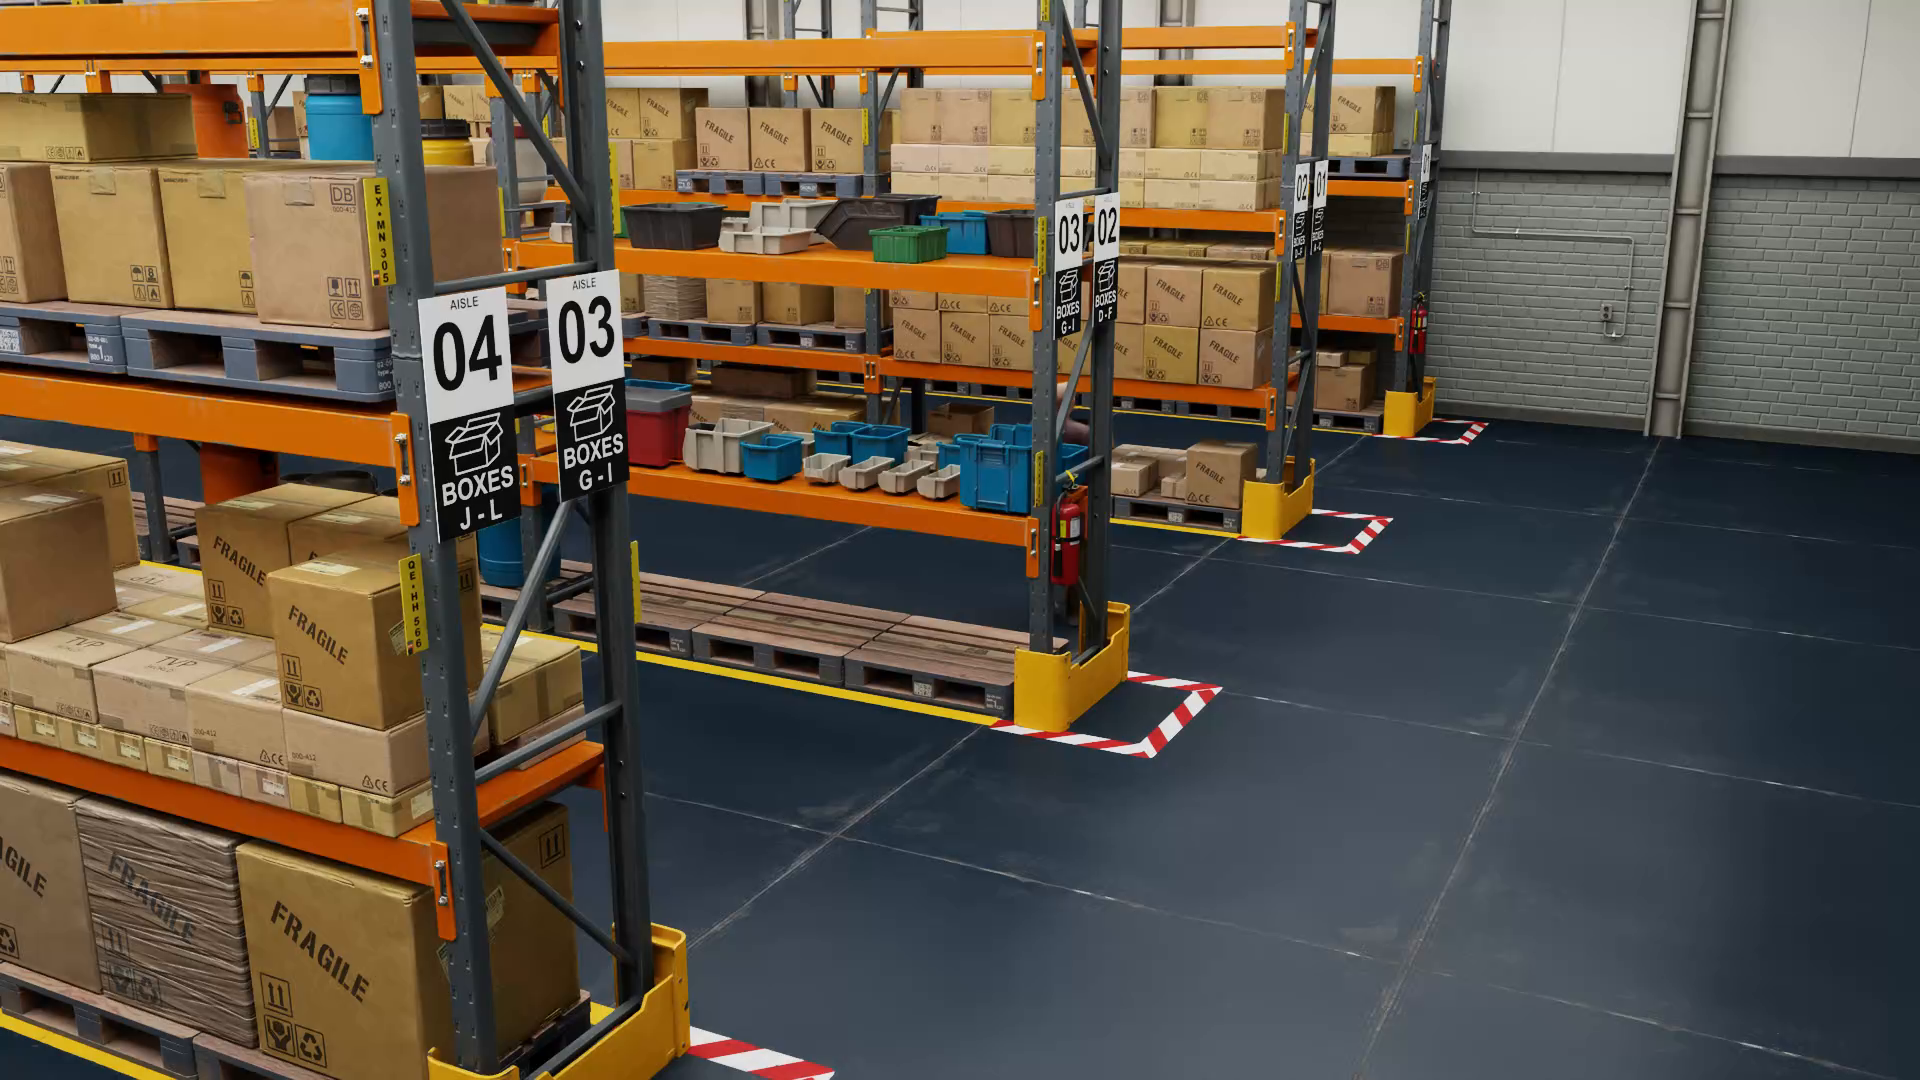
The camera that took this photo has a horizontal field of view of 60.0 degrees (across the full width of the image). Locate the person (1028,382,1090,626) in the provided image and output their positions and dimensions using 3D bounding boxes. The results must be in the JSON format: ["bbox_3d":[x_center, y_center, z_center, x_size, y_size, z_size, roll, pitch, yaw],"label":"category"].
[{"bbox_3d":[0.745,-0.269,12.146,0.565,1.788,0.410,8,17,26],"label":"person"}]
